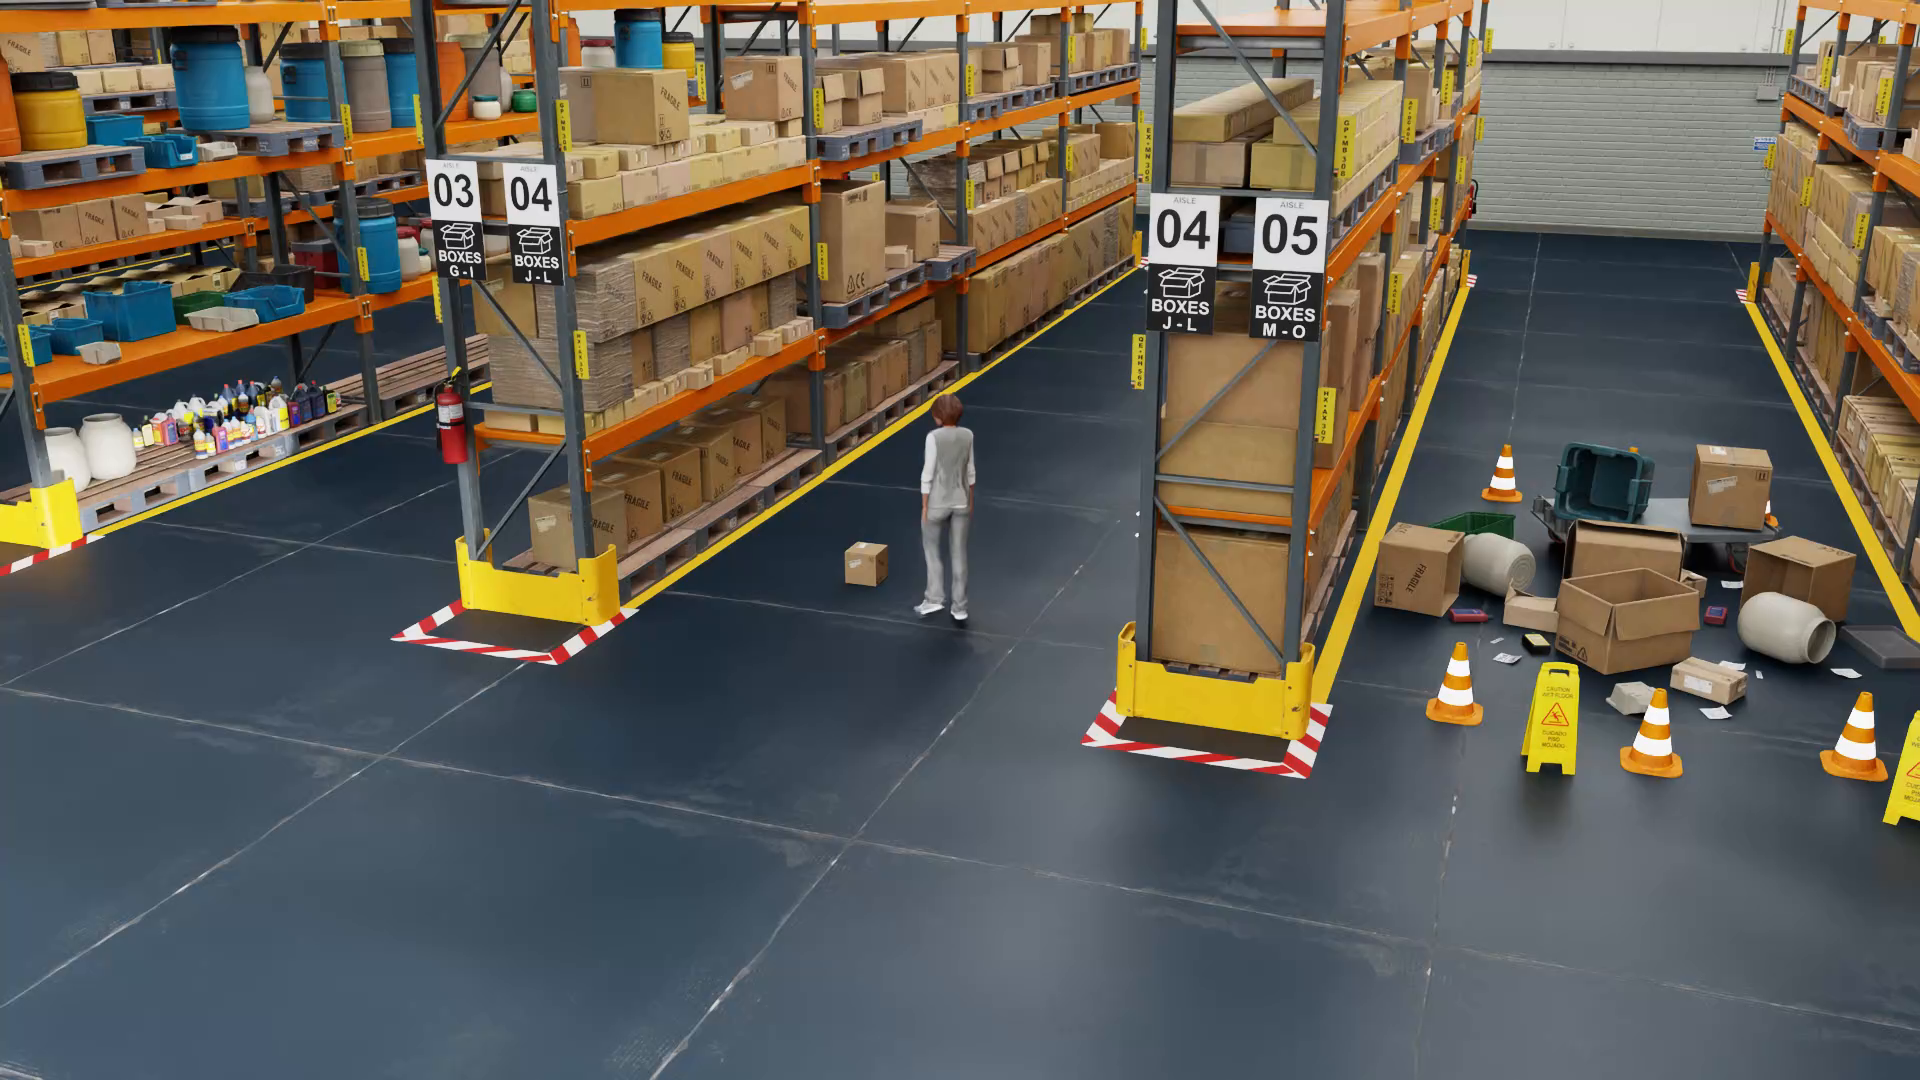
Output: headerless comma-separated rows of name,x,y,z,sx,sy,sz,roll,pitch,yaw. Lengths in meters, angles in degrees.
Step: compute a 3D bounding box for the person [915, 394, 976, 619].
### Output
person,-0.061,-0.196,11.689,0.434,1.639,0.502,-7,20,-20
